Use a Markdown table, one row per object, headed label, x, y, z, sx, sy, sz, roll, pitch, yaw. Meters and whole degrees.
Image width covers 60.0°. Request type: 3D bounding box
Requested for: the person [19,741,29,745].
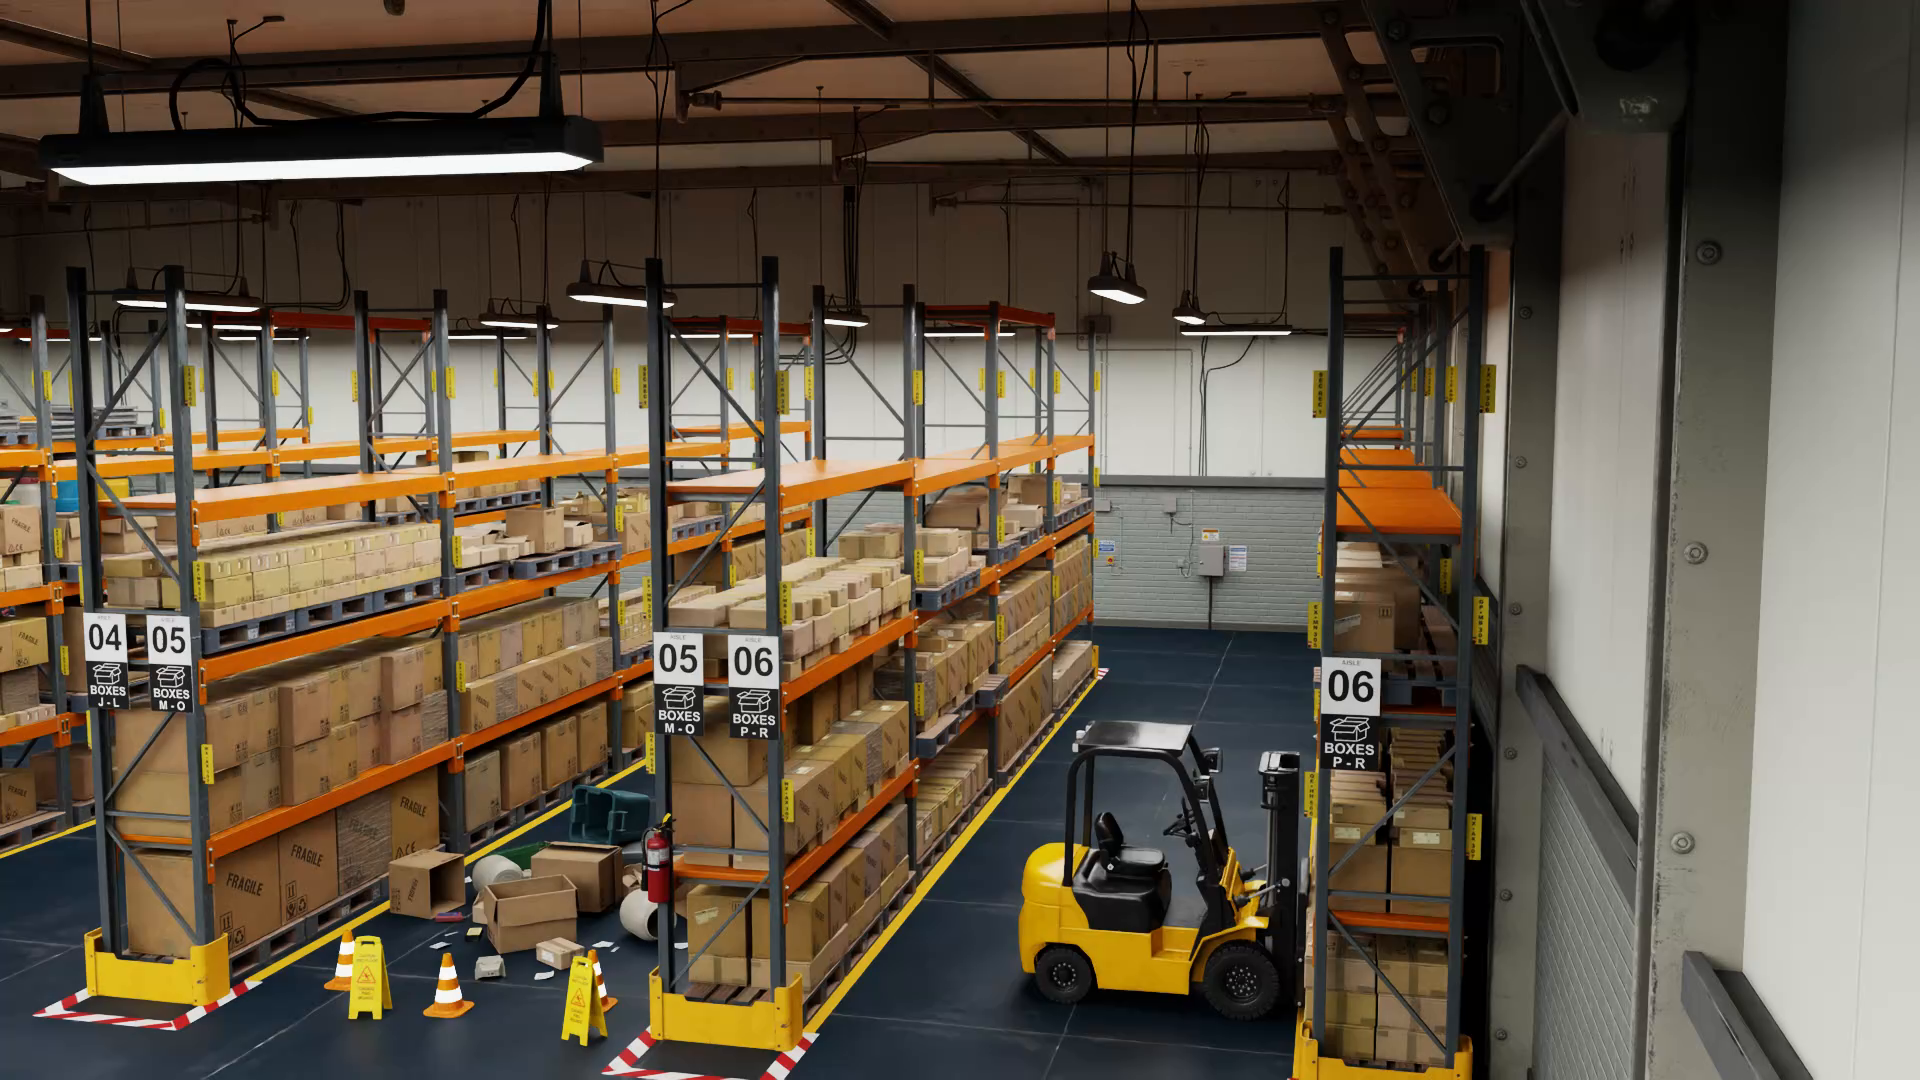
| label | x | y | z | sx | sy | sz | roll | pitch | yaw |
| --- | --- | --- | --- | --- | --- | --- | --- | --- | --- |
| person | -13.329 | 2.035 | 23.118 | 0.620 | 1.717 | 0.529 | -4 | 7 | -37 |
